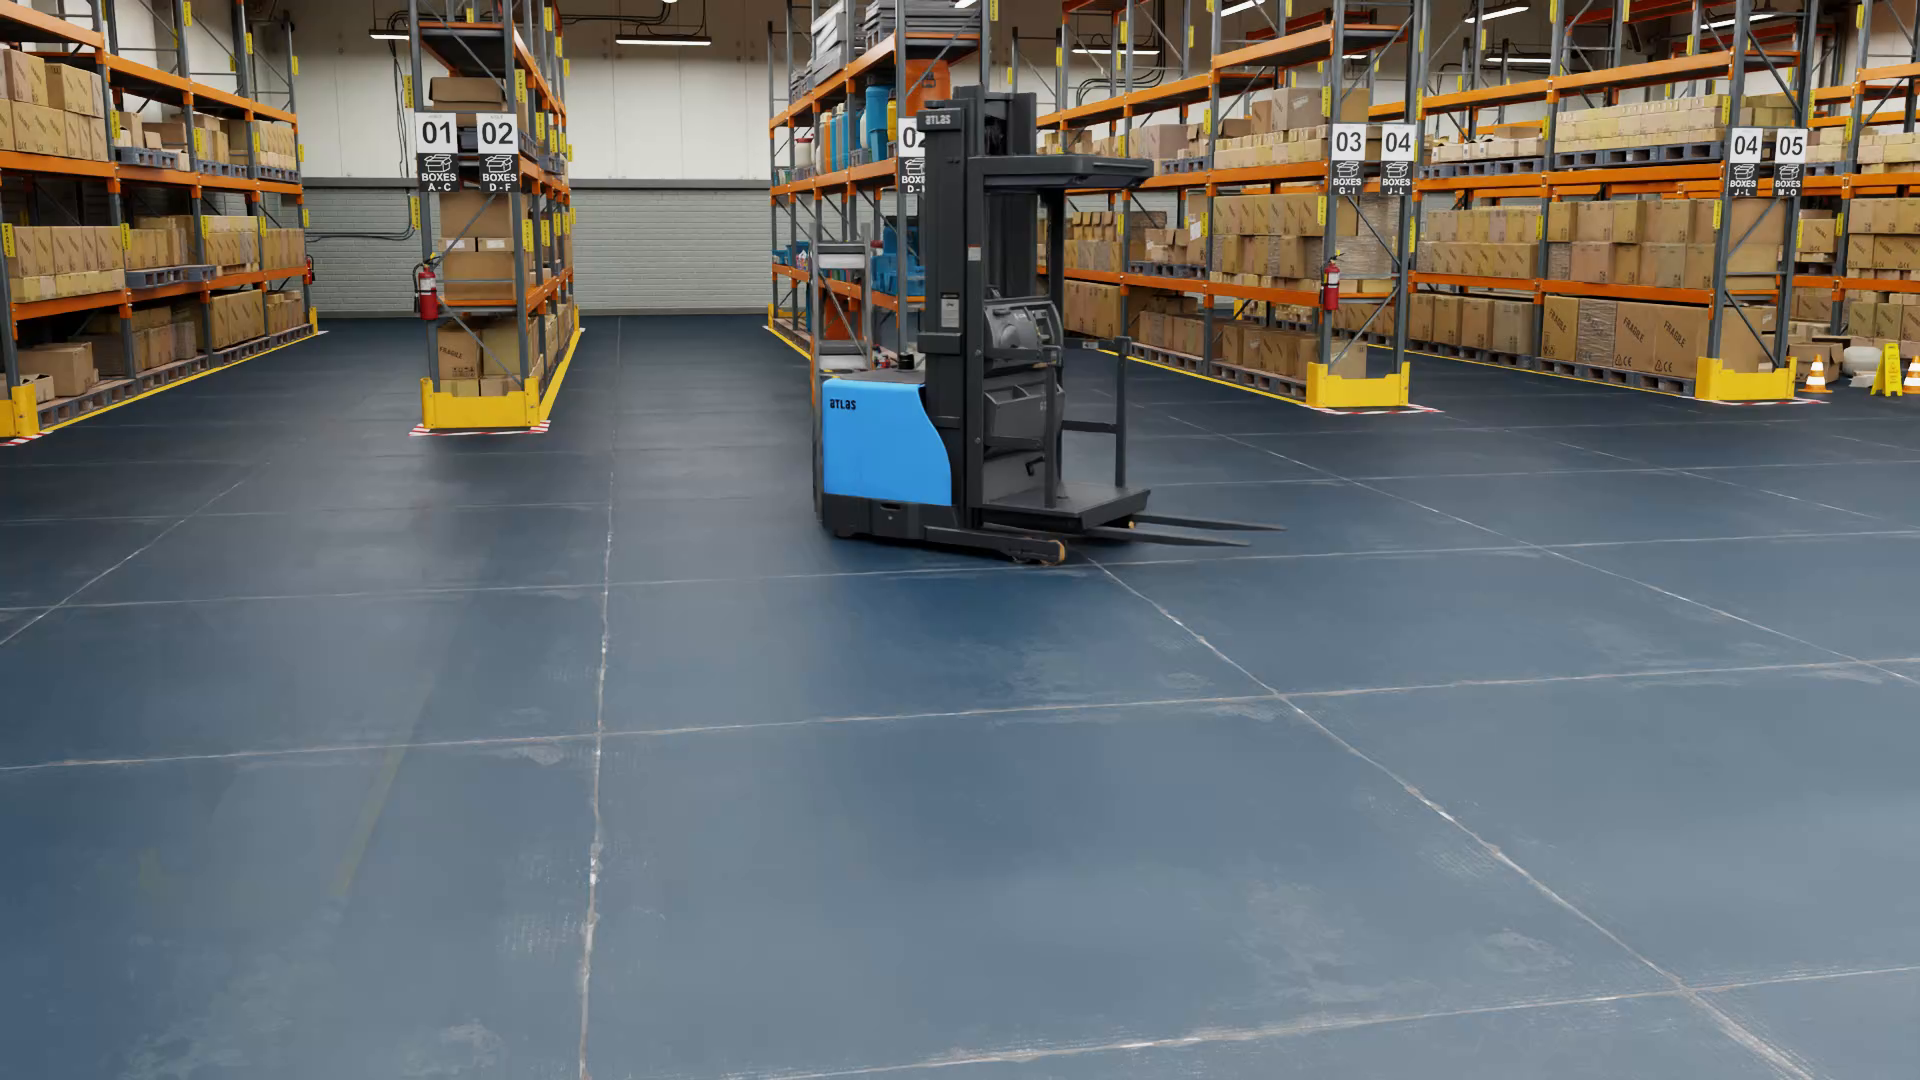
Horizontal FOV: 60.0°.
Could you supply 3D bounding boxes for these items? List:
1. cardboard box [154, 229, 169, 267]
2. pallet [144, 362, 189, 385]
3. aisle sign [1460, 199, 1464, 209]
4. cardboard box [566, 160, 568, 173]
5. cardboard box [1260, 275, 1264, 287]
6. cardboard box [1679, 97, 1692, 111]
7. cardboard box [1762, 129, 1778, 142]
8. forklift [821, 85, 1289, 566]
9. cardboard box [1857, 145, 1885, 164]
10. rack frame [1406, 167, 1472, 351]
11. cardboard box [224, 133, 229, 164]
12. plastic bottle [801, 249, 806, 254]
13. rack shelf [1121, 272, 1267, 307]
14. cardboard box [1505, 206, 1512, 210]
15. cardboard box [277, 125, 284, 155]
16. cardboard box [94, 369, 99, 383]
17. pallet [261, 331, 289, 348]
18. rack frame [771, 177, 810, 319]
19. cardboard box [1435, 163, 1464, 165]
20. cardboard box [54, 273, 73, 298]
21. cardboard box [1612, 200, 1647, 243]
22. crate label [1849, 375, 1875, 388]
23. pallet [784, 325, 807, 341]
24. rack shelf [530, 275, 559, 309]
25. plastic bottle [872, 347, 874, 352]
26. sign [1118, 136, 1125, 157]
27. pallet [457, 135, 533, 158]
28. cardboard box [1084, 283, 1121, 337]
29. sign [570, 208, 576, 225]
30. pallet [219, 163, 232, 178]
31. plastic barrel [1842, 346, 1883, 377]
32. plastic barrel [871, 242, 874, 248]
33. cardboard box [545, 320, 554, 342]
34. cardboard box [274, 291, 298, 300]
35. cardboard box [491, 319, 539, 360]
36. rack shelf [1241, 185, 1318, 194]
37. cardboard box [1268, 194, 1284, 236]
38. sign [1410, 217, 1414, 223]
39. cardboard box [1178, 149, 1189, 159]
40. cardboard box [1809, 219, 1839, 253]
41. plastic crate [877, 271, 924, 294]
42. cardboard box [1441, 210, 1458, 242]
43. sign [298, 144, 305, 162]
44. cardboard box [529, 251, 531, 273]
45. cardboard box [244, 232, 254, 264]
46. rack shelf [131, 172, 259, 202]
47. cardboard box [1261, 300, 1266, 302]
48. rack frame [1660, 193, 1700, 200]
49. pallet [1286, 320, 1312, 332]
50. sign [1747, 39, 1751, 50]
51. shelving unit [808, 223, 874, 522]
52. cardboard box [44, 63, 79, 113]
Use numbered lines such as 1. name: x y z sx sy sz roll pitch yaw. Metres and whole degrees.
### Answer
1. cardboard box: -11.092 -3.925 22.351 0.700 0.500 0.500 -2 11 -11
2. pallet: -11.073 -2.237 22.383 1.003 0.211 1.213 -2 11 -11
3. aisle sign: 10.985 -7.621 36.261 0.394 0.787 0.004 -2 11 -11
4. cardboard box: -7.805 -7.182 31.948 0.500 0.250 0.500 -2 11 -11
5. cardboard box: 4.041 -3.287 21.117 0.380 0.149 0.250 -2 11 -11
6. cardboard box: 9.064 -5.348 20.397 0.380 0.149 0.250 -2 11 -10
7. cardboard box: 9.807 -4.888 20.115 0.380 0.149 0.250 -2 11 -11
8. forklift: 0.590 -1.390 10.659 3.031 2.935 1.130 6 13 31
9. cardboard box: 13.434 -5.596 24.156 0.500 0.250 0.500 -2 11 -12
10. rack frame: 8.004 -4.675 27.738 1.000 3.000 0.127 -2 11 -11
11. cardboard box: -12.172 -6.280 26.703 0.700 0.500 0.500 -3 11 -14
12. plastic bottle: -2.759 -4.959 29.360 0.144 0.351 0.185 -2 11 -11
13. rack shelf: 3.508 -3.793 25.028 1.077 0.370 4.000 -2 11 -11
14. cardboard box: 11.440 -6.793 34.186 0.380 0.149 0.250 -2 11 -11
15. cardboard box: -12.407 -7.152 29.734 0.500 0.500 0.500 -3 11 -14
16. cardboard box: -10.546 -1.967 19.908 0.380 0.166 0.250 -4 11 -18
17. pallet: -12.307 -3.479 28.911 1.003 0.211 1.213 -2 11 -11
18. rack frame: -3.296 -5.801 33.650 1.000 3.000 0.127 -2 11 -11
19. cardboard box: 8.153 -6.312 28.049 0.500 0.500 0.500 -2 11 -11
20. cardboard box: -9.893 -2.731 17.873 0.500 0.250 0.500 -2 11 -12
21. cardboard box: 9.122 -4.179 21.843 0.875 0.550 0.500 -2 11 -11
22. crate label: 11.810 -2.072 21.714 0.250 0.136 0.298 -9 14 -40
23. pallet: -2.699 -3.831 30.758 1.003 0.211 1.213 -2 11 -11
24. rack shelf: -6.210 -3.434 23.139 1.077 0.370 4.000 -2 11 -11
25. plastic bottle: -1.092 -2.239 20.845 0.144 0.351 0.185 -2 11 -11
26. sign: 2.573 -6.261 26.453 0.100 0.325 0.005 -2 11 -11
27. pallet: -5.396 -4.472 18.882 1.003 0.211 1.213 -2 11 -11
28. cardboard box: 2.839 -3.967 28.577 1.225 0.875 0.875 -2 11 -11
29. sign: -7.607 -6.362 32.656 0.100 0.325 0.005 -2 11 -11
30. pallet: -11.855 -5.675 25.473 1.003 0.211 1.213 -2 11 -8
31. plastic barrel: 12.509 -2.465 23.014 0.512 0.421 0.421 6 12 28
32. plastic barrel: -1.160 -4.064 24.162 0.433 0.535 0.433 0 11 0
33. cardboard box: -5.958 -2.918 23.237 0.500 0.311 0.500 -2 11 -9
34. cardboard box: -12.525 -4.549 30.901 0.380 0.149 0.250 -2 11 -9
35. cardboard box: -5.330 -2.383 19.922 0.500 0.500 0.500 -2 11 -11
36. rack shelf: 6.837 -6.896 33.307 1.077 0.370 4.000 -2 11 -11
37. cardboard box: 4.128 -4.008 20.494 0.500 0.500 0.500 -2 11 -11
38. sign: 7.473 -5.184 27.524 0.100 0.325 0.005 -2 11 -11
39. cardboard box: 3.434 -5.685 24.523 0.380 0.166 0.250 -2 11 -13
40. cardboard box: 13.302 -4.618 25.252 0.500 0.500 0.500 -2 11 -12
41. plastic crate: -0.695 -2.993 19.299 0.499 0.251 0.408 -2 11 -11
42. cardboard box: 8.181 -5.040 26.714 0.700 0.500 0.500 -2 11 -12
43. sign: -12.479 -7.327 31.492 0.100 0.325 0.005 -2 11 -11
44. cardboard box: -6.057 -3.708 22.386 0.500 0.500 0.500 -1 11 -7
45. cardboard box: -11.790 -4.743 26.978 0.500 0.500 0.500 -2 11 -11
46. rack shelf: -11.847 -5.460 25.763 1.077 0.370 4.000 -2 11 -11
47. cardboard box: 6.441 -4.993 34.316 0.380 0.149 0.250 -3 11 -14
48. rack frame: 16.152 -6.522 37.442 1.000 3.000 0.127 -2 11 -11
49. pallet: 7.060 -4.161 32.494 1.003 0.211 1.213 -2 11 -11
50. sign: 13.370 -8.340 28.239 0.100 0.325 0.005 -2 11 -11
51. shelving unit: -0.852 -1.208 11.928 0.431 2.100 0.503 -1 11 -7
52. cardboard box: -10.087 -4.986 18.351 0.500 0.500 0.500 -3 11 -13
